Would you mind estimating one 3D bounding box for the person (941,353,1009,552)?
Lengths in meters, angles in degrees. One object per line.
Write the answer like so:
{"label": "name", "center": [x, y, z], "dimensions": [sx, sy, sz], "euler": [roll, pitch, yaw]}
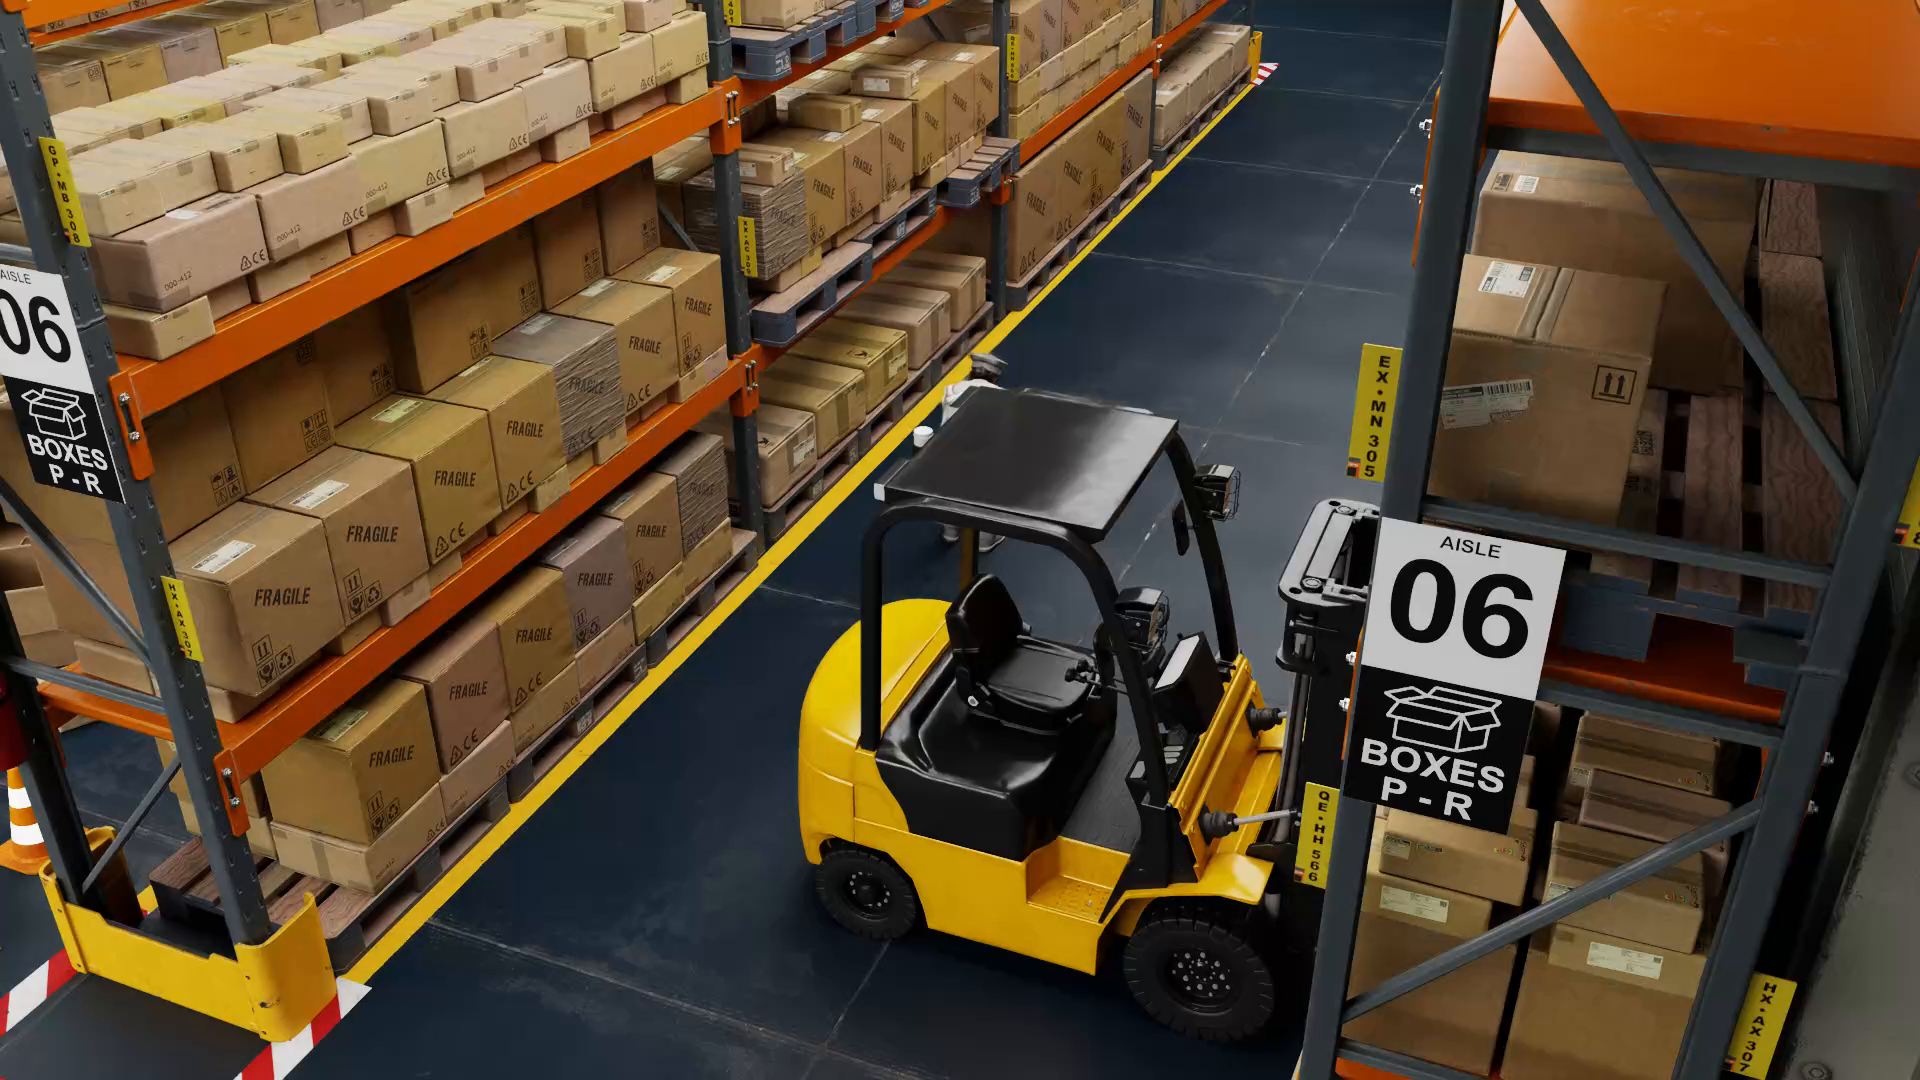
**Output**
{"label": "person", "center": [0.084, -0.520, 9.896], "dimensions": [0.489, 1.076, 0.826], "euler": [11, 32, 19]}
